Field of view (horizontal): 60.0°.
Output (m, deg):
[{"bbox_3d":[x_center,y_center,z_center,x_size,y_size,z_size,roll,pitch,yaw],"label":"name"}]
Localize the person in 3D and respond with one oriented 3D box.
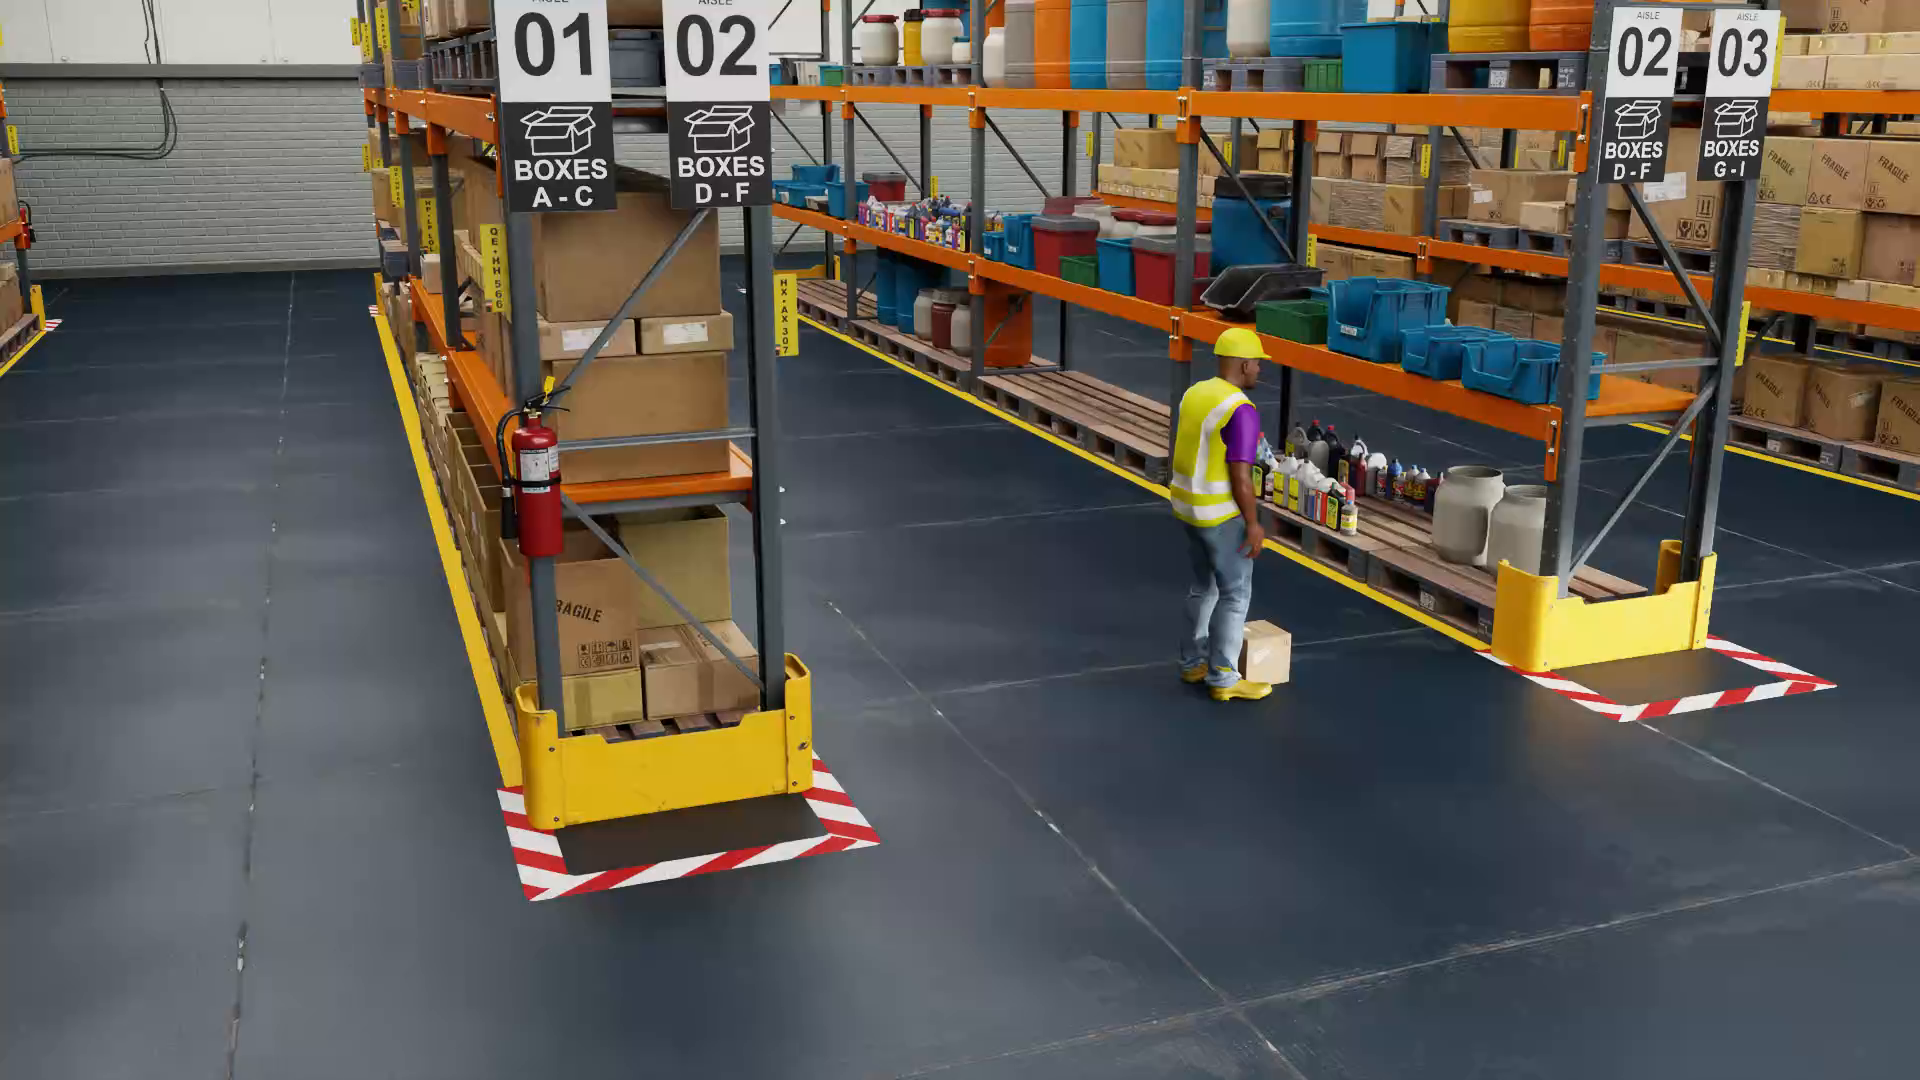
[{"bbox_3d":[1.258,-0.134,7.976,0.460,1.760,0.627,-6,17,-20],"label":"person"}]
